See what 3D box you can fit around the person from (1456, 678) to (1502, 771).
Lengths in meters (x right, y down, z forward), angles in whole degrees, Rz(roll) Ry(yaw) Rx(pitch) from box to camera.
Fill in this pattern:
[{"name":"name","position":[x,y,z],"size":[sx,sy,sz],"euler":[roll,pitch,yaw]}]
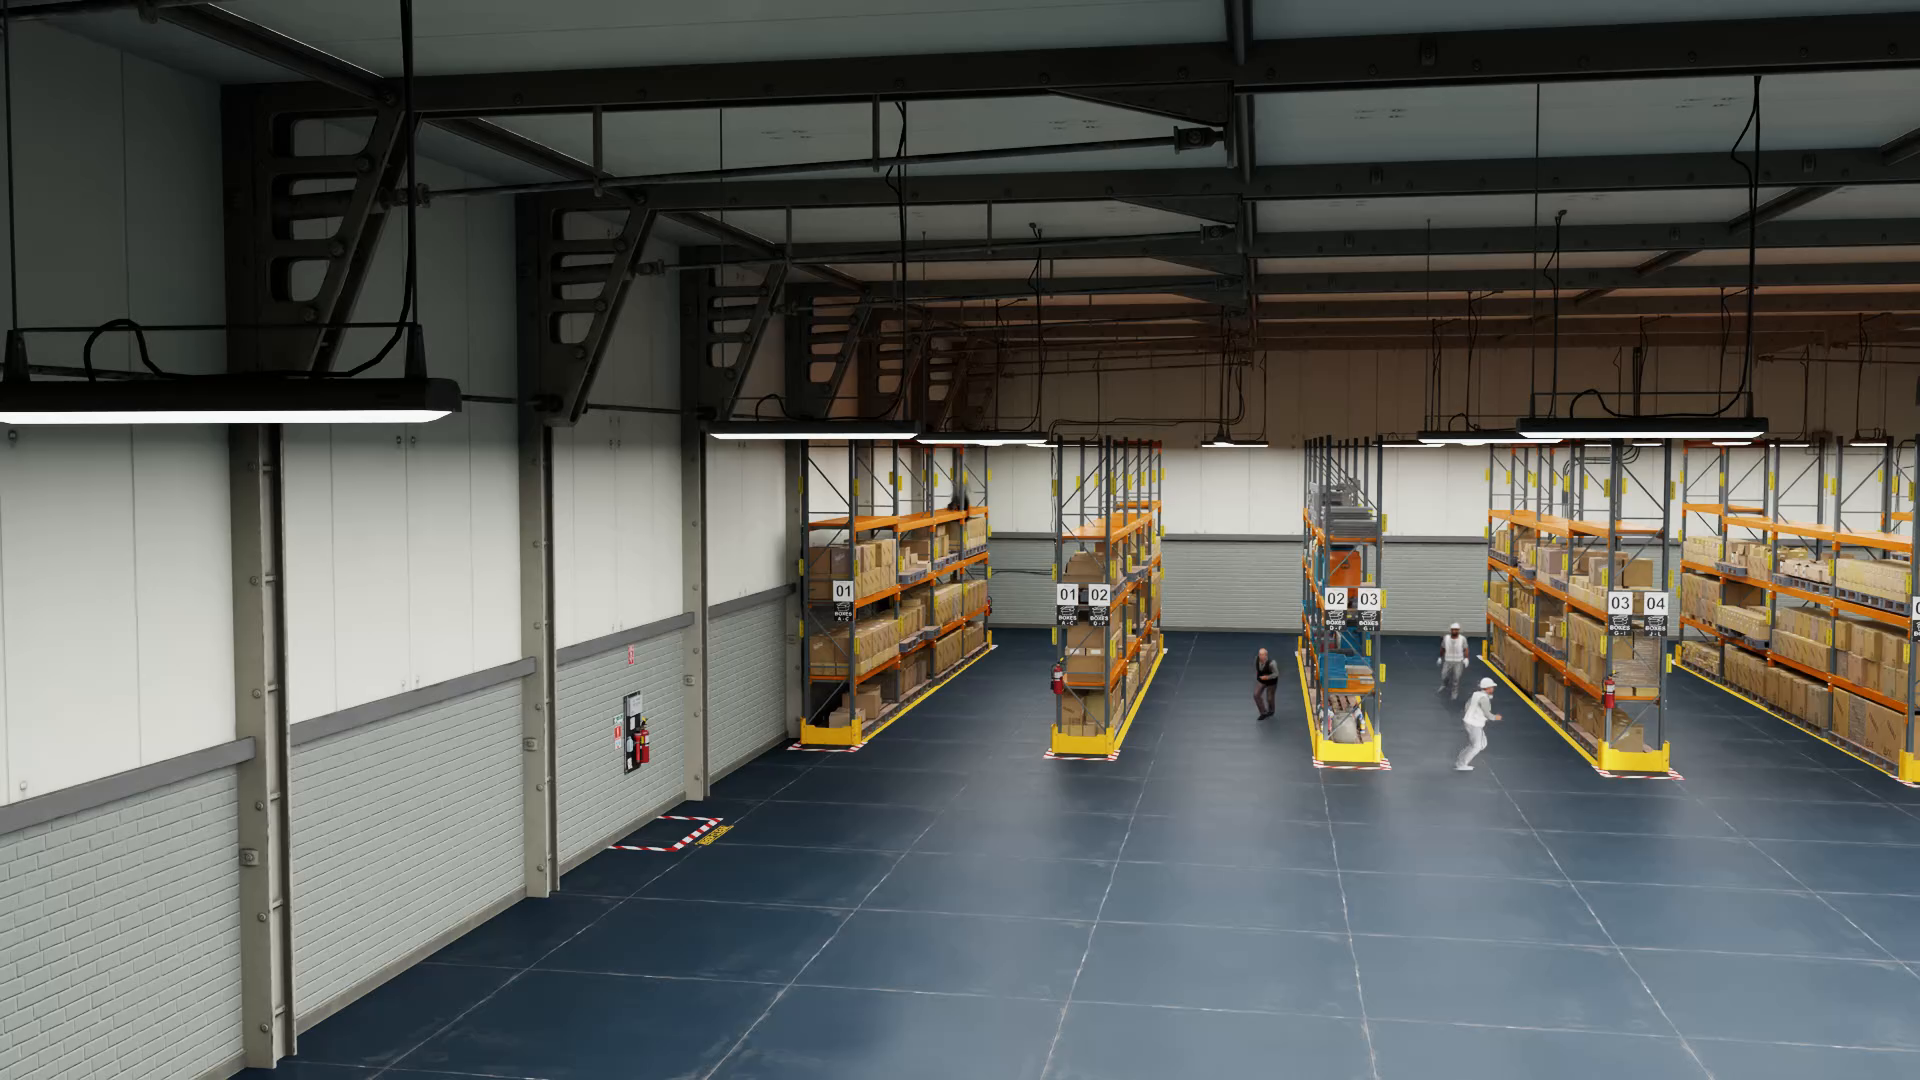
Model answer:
[{"name":"person","position":[9.259,3.283,29.666],"size":[0.795,1.667,0.643],"euler":[0,3,6]}]

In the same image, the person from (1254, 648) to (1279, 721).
[{"name":"person","position":[6.505,3.026,35.160],"size":[0.658,1.543,1.101],"euler":[2,4,31]}]

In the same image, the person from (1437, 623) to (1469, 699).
[{"name":"person","position":[11.355,2.776,38.268],"size":[0.724,1.746,0.677],"euler":[1,3,22]}]
